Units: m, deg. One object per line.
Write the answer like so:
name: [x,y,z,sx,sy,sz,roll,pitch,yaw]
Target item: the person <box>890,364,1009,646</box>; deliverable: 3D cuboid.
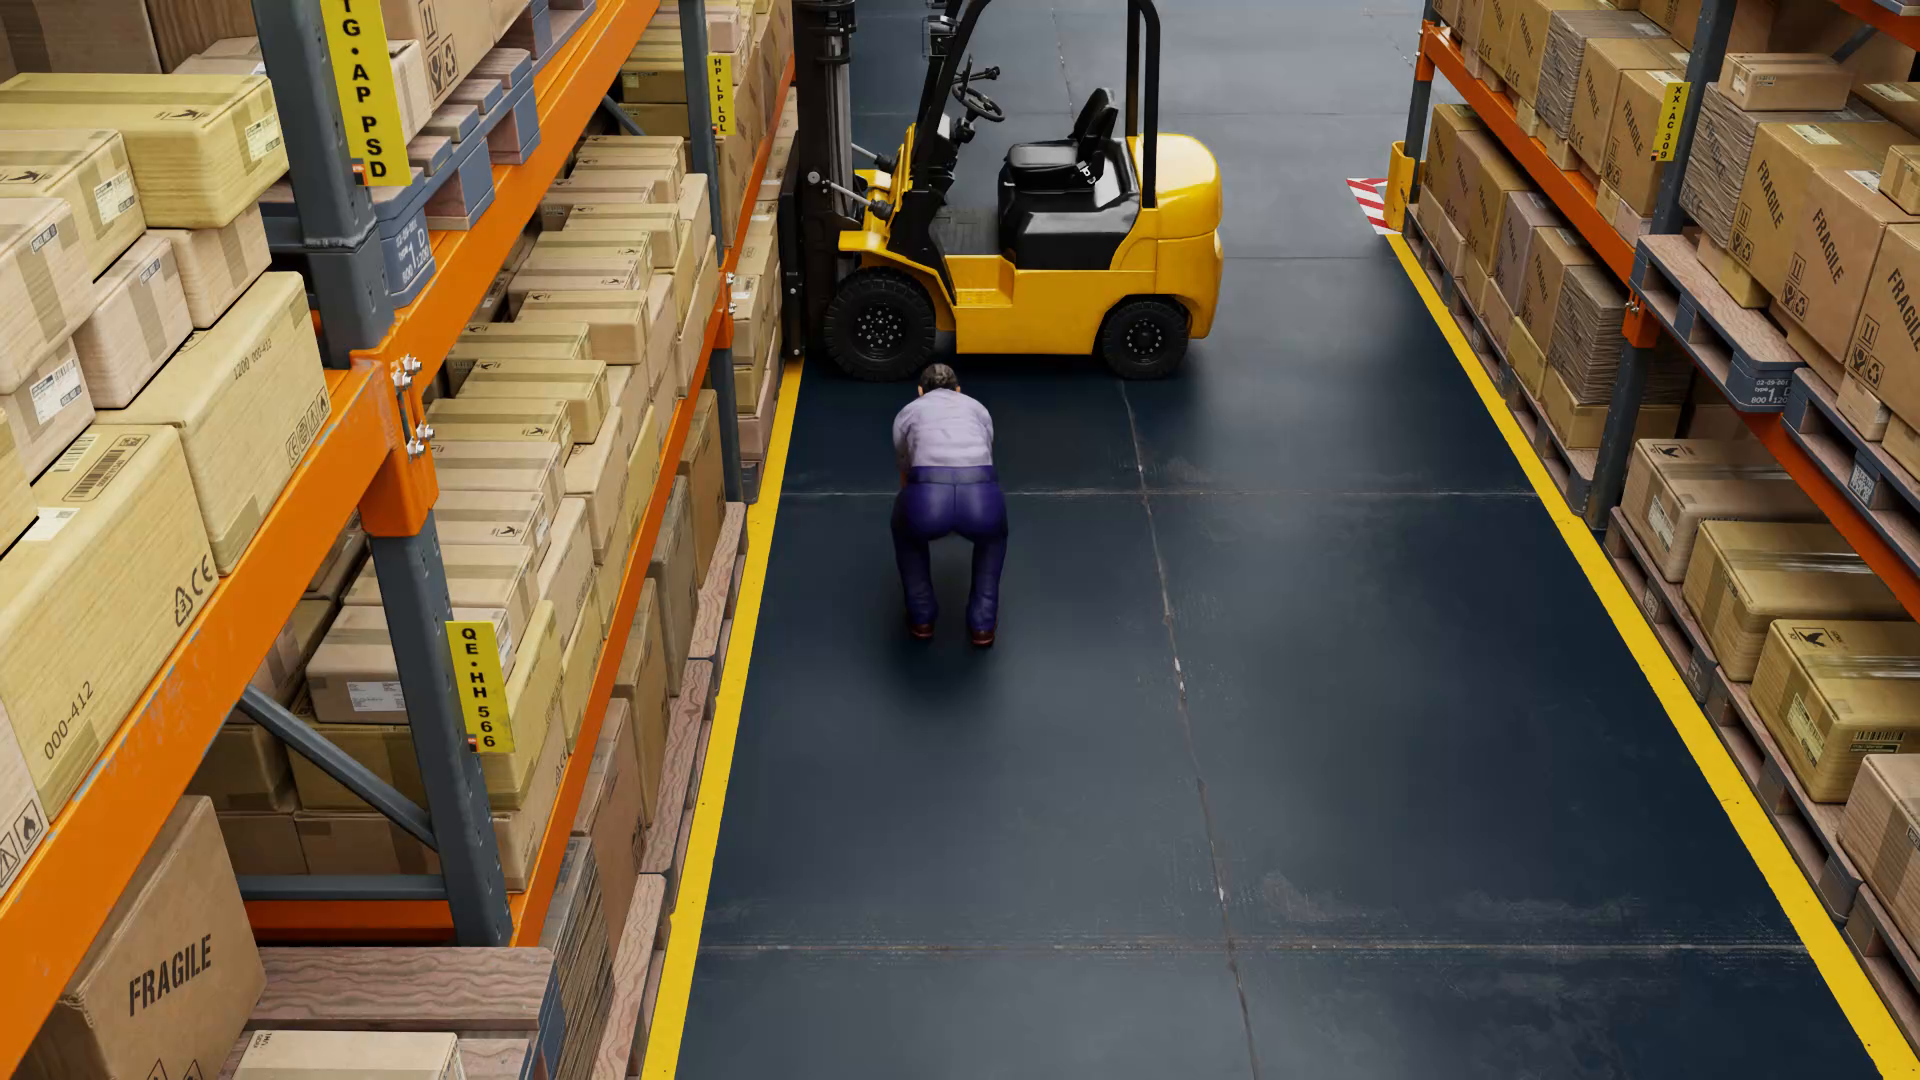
person: [-0.045,-0.129,6.963,0.501,1.015,0.892,-2,32,-3]
